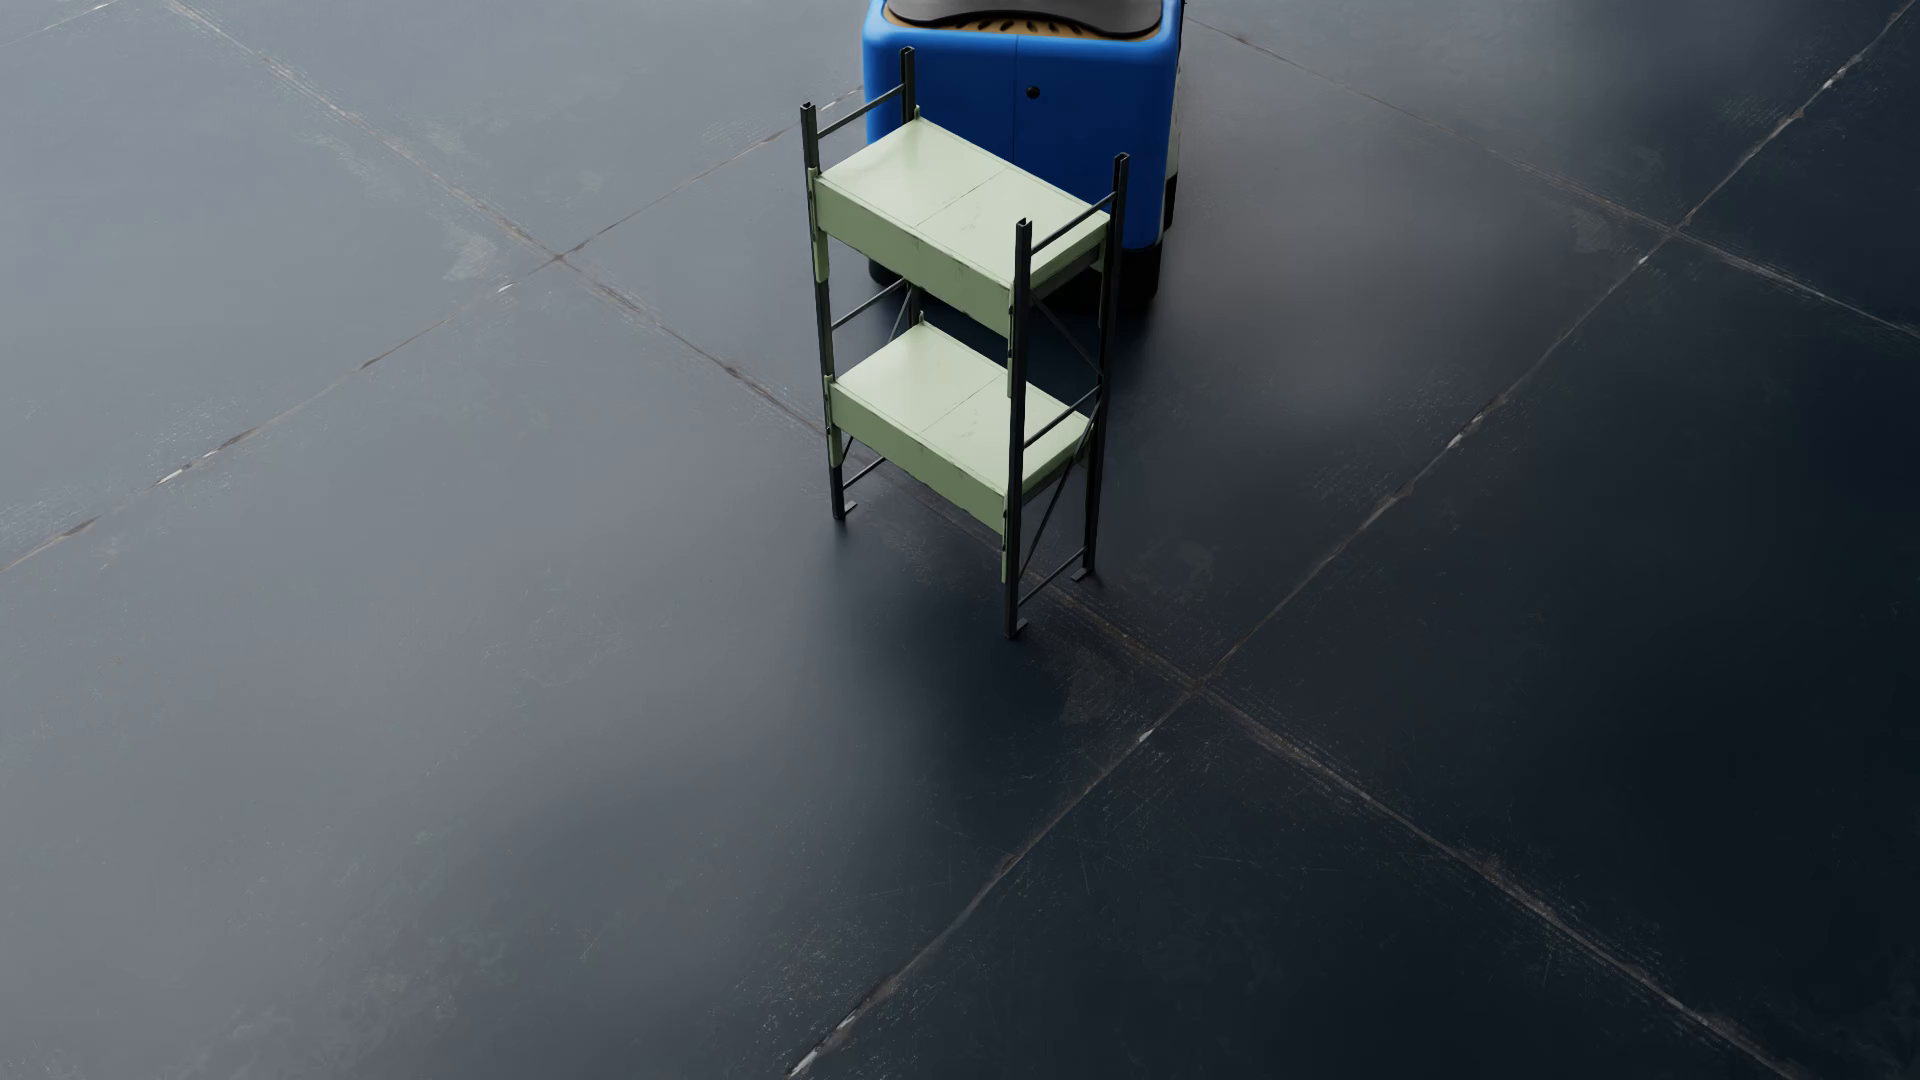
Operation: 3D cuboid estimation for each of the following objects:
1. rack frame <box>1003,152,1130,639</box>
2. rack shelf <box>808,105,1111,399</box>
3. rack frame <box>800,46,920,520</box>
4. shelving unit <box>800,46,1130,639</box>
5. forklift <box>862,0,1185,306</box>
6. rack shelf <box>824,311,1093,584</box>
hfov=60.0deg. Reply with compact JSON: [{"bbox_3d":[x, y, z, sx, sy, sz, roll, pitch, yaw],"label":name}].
[{"bbox_3d":[0.274,-0.329,4.530,0.023,1.500,0.400,34,55,28],"label":"rack frame"},{"bbox_3d":[0.005,-0.777,4.416,0.720,0.370,0.431,34,55,28],"label":"rack shelf"},{"bbox_3d":[-0.264,-0.691,4.870,0.023,1.500,0.400,34,55,28],"label":"rack frame"},{"bbox_3d":[0.005,-0.510,4.700,0.755,1.500,0.431,34,55,28],"label":"shelving unit"},{"bbox_3d":[0.360,-2.921,5.982,1.130,2.935,3.031,5,47,5],"label":"forklift"},{"bbox_3d":[0.005,-0.287,4.938,0.720,0.370,0.431,34,55,28],"label":"rack shelf"}]
